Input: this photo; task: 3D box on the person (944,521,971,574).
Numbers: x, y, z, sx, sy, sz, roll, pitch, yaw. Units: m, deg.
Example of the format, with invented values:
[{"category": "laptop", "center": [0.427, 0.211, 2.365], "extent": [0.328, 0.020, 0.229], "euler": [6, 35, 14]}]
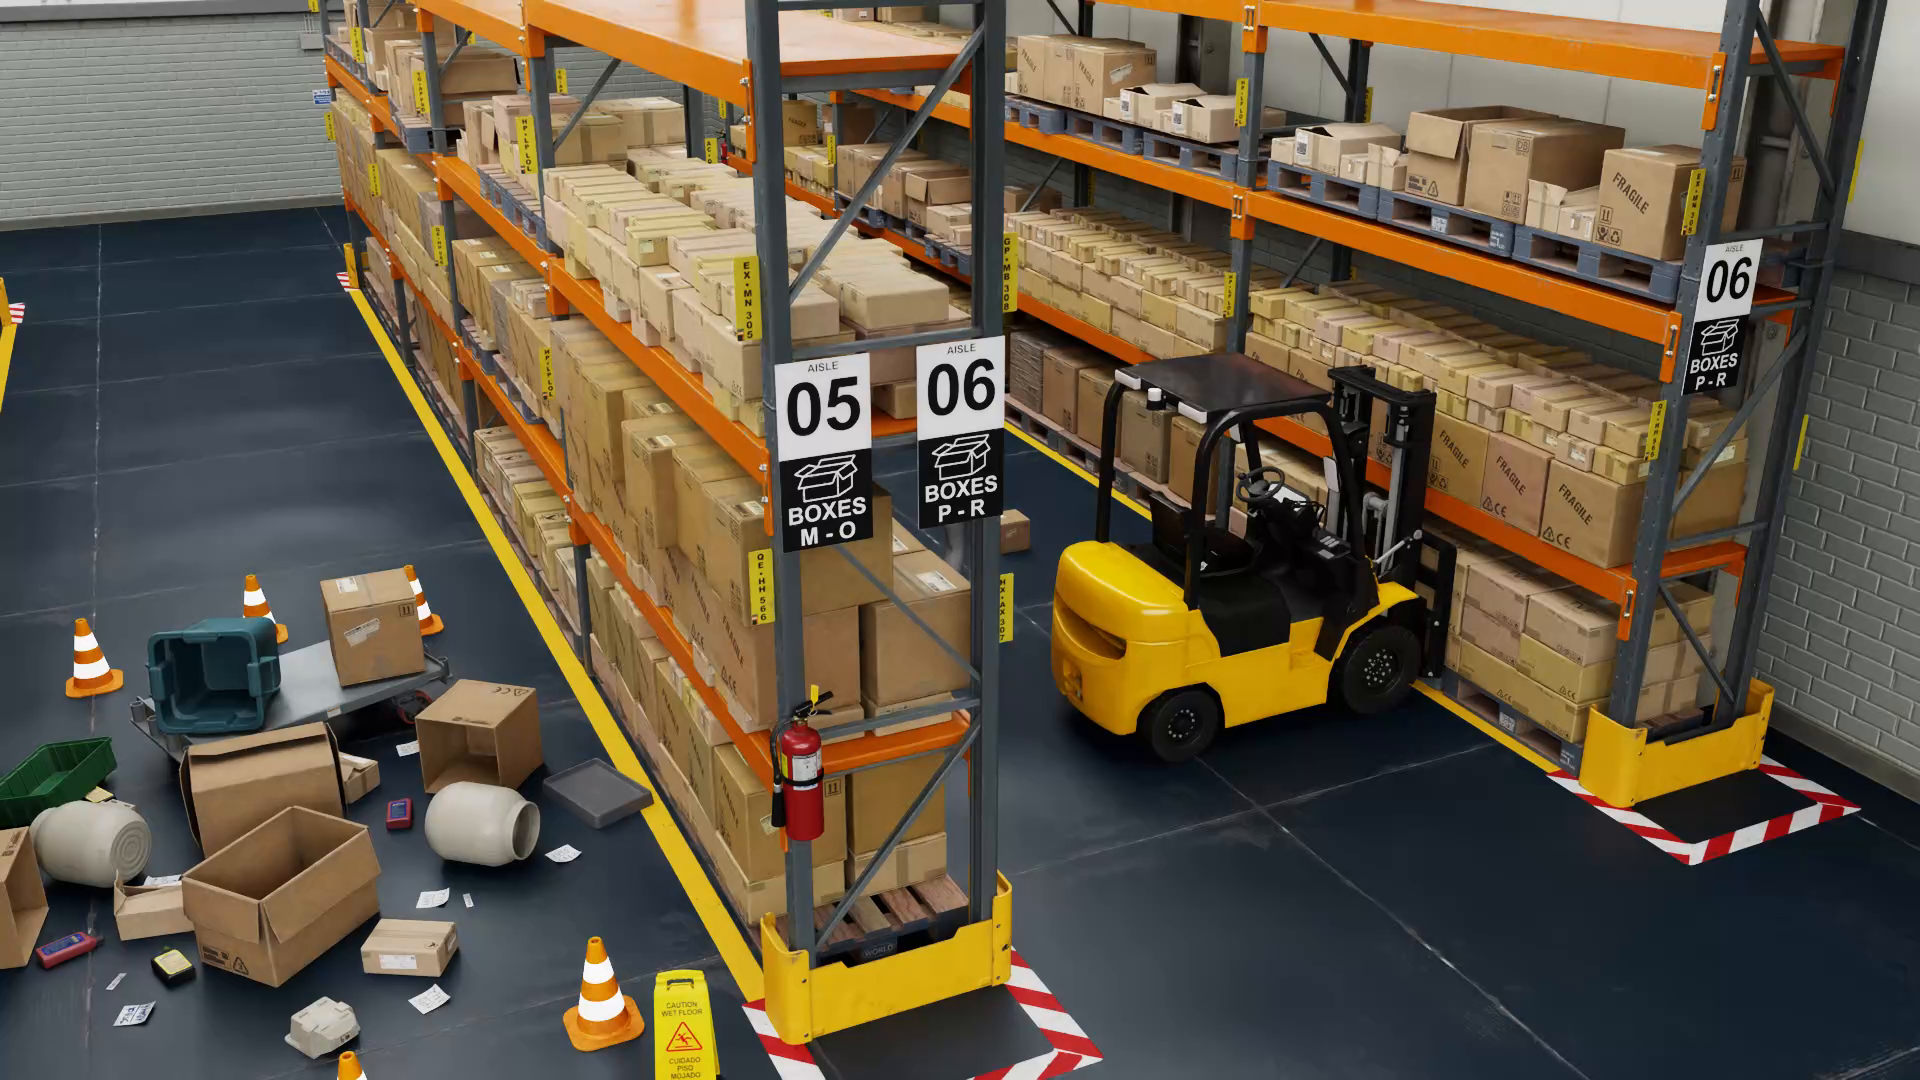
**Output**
[{"category": "person", "center": [0.038, -0.232, 11.616], "extent": [0.477, 1.716, 0.541], "euler": [9, 24, 22]}]
